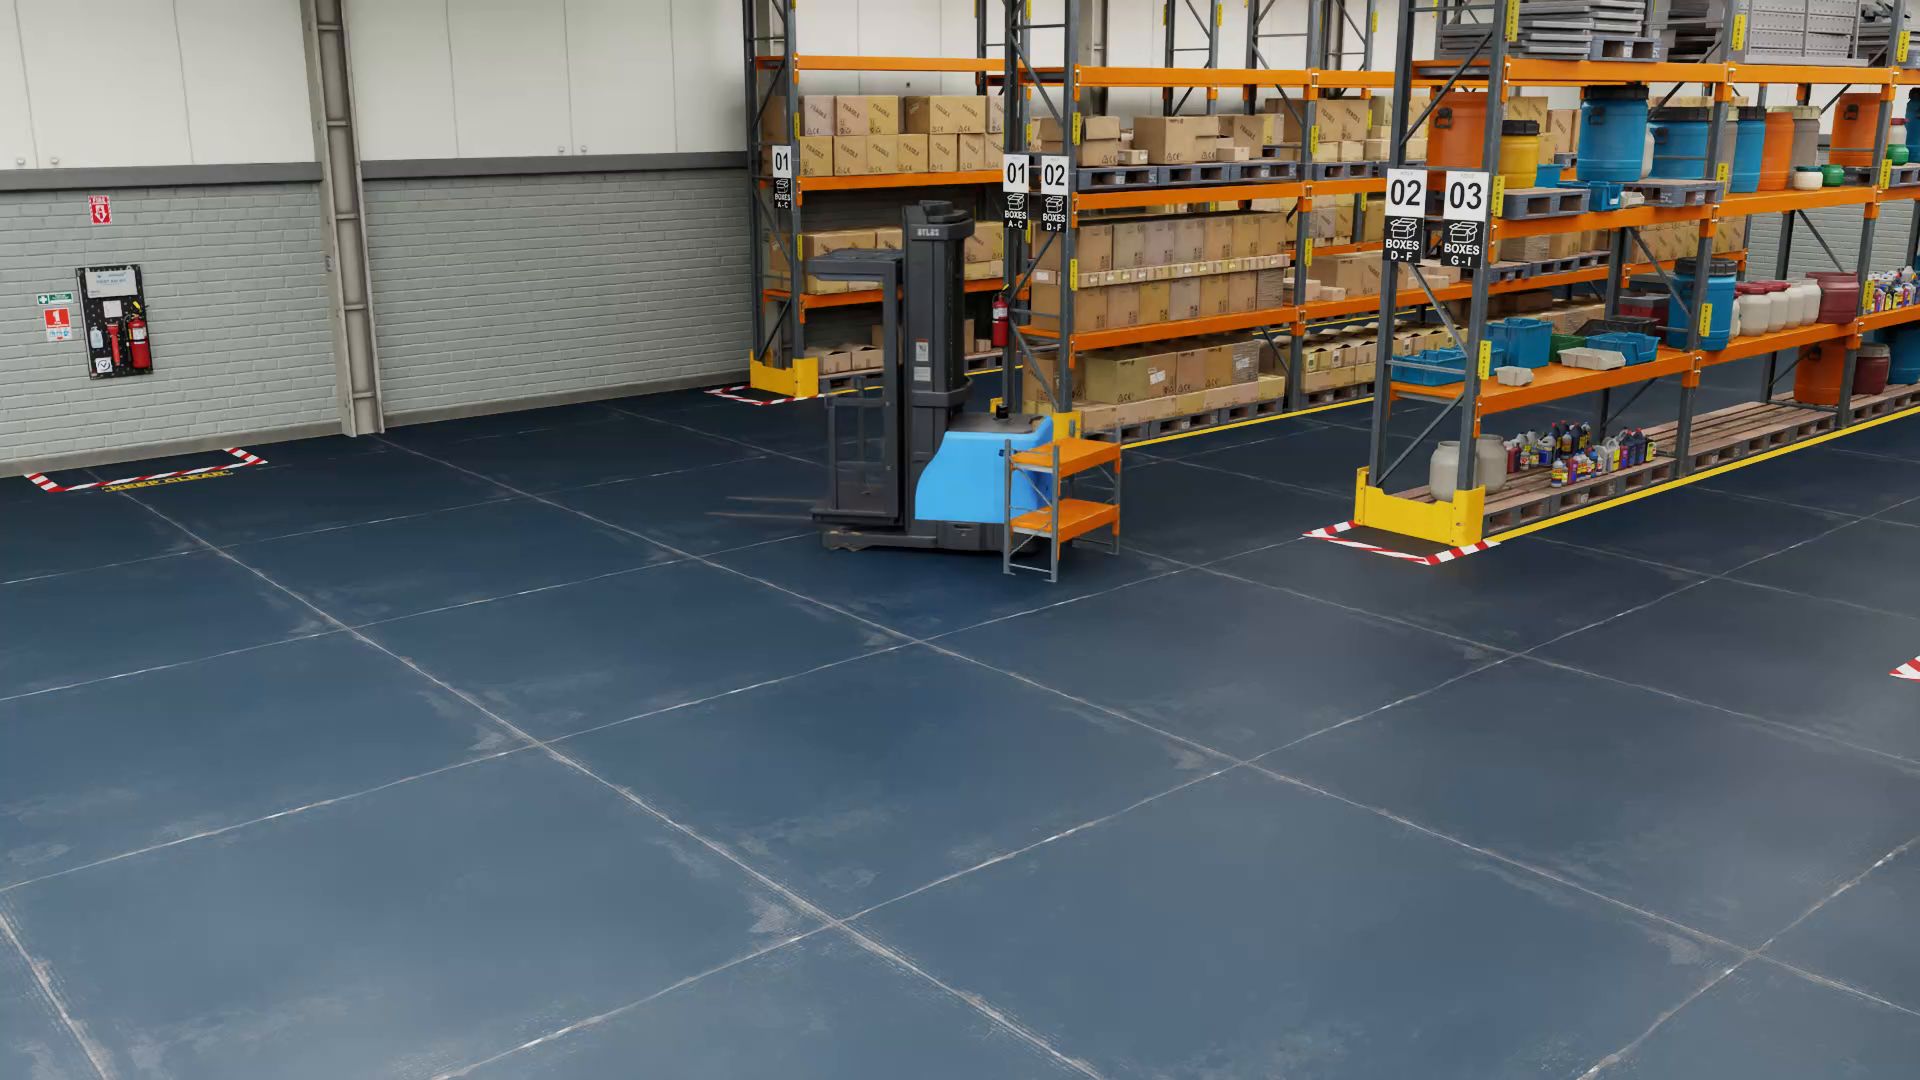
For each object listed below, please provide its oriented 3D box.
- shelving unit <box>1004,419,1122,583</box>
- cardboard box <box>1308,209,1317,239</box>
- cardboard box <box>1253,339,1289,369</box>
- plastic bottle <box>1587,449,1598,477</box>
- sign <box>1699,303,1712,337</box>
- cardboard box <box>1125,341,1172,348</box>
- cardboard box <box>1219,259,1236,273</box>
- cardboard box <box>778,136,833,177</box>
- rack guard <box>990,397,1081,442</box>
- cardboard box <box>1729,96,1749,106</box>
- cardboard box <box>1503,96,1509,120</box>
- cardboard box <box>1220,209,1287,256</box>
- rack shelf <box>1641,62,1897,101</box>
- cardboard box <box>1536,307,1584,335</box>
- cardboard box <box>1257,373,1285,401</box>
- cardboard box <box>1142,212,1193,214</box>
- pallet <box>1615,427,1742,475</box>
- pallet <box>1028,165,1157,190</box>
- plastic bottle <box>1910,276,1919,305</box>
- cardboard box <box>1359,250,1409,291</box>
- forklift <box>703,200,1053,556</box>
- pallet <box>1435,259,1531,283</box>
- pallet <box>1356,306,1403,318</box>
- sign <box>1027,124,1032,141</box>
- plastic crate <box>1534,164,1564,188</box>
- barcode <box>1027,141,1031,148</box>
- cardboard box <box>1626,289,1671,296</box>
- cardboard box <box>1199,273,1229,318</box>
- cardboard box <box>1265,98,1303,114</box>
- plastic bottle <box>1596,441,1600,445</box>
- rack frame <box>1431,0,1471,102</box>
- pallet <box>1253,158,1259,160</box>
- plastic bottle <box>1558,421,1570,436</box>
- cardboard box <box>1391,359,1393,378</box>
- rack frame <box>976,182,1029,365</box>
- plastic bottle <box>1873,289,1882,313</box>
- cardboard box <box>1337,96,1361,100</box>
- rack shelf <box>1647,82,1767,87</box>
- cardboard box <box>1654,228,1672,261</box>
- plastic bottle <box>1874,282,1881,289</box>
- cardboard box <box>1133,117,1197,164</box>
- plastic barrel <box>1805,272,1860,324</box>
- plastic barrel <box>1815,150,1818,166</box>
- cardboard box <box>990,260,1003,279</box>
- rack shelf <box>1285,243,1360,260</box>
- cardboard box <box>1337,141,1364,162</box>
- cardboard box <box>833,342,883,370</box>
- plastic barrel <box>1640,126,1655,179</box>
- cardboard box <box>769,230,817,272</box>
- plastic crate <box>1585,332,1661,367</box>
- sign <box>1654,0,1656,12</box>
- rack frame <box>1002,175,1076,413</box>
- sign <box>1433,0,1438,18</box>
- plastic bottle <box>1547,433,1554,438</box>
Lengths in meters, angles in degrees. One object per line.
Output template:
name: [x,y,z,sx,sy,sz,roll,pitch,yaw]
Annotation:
shelving unit: [0.864,-0.347,13.868,0.538,1.125,1.048,10,18,33]
cardboard box: [5.699,-5.366,28.219,0.500,0.500,0.500,-13,19,-39]
cardboard box: [3.982,-2.415,21.405,0.500,0.311,0.500,-13,19,-39]
plastic bottle: [6.155,-0.752,16.189,0.097,0.271,0.097,0,15,0]
sign: [7.466,-2.205,16.655,0.005,0.325,0.100,-13,19,-39]
cardboard box: [2.179,-2.109,19.896,0.500,0.500,0.500,-13,19,-39]
cardboard box: [3.031,-3.247,19.641,0.250,0.149,0.380,-13,20,-40]
cardboard box: [-1.991,-4.946,21.409,0.500,0.500,0.500,-12,19,-38]
rack guard: [0.829,-1.255,18.481,0.348,0.500,1.175,-13,19,-39]
cardboard box: [12.540,-7.068,27.454,0.500,0.500,0.700,-13,19,-39]
cardboard box: [7.215,-5.876,22.991,0.500,0.500,0.500,-13,19,-39]
cardboard box: [3.534,-3.743,20.244,0.500,0.500,0.700,-13,19,-39]
rack shelf: [8.622,-4.876,17.737,4.000,0.370,1.077,-13,19,-39]
cardboard box: [8.958,-3.199,24.903,0.500,0.500,0.500,-12,19,-39]
cardboard box: [3.658,-1.898,20.558,0.500,0.250,0.500,-13,19,-39]
cardboard box: [3.280,-4.965,26.480,0.700,0.500,0.500,13,20,40]
pallet: [7.680,-0.973,17.984,1.213,0.211,1.003,-13,19,-39]
pallet: [1.397,-3.988,18.228,1.213,0.211,1.003,-13,19,-39]
plastic bottle: [11.839,-3.105,20.658,0.185,0.351,0.144,-13,19,-39]
cardboard box: [5.627,-3.583,22.159,0.500,0.500,0.500,-14,20,-42]
forklift: [-0.732,-1.447,14.487,3.031,2.935,1.130,3,15,11]
pallet: [7.347,-3.858,23.753,1.003,0.211,1.213,-13,19,-39]
pallet: [7.270,-4.230,30.177,1.213,0.211,1.003,-13,19,-39]
sign: [0.972,-5.703,23.474,0.005,0.325,0.100,-13,19,-39]
plastic crate: [5.337,-3.325,15.605,0.575,0.384,0.392,-13,19,-39]
barcode: [0.758,-4.342,18.255,0.075,0.075,0.001,-13,19,-39]
cardboard box: [11.314,-3.826,27.245,0.637,0.503,0.797,-13,19,-39]
cardboard box: [2.759,-2.942,19.757,0.500,0.500,0.700,-12,19,-39]
cardboard box: [5.489,-7.316,28.015,0.500,0.250,0.500,-13,20,-41]
plastic bottle: [6.342,-0.843,16.505,0.133,0.283,0.061,-13,19,-39]
rack frame: [6.882,-6.721,22.473,0.127,3.000,1.000,-13,19,-39]
pallet: [4.078,-6.263,26.940,1.003,0.211,1.213,-12,19,-37]
plastic bottle: [6.232,-1.057,17.174,0.185,0.351,0.144,-12,19,-38]
cardboard box: [5.491,-2.300,22.062,0.500,0.250,0.500,-12,19,-38]
rack frame: [0.610,-4.109,24.319,0.127,3.000,1.000,-13,19,-39]
plastic bottle: [10.947,-2.858,19.864,0.133,0.283,0.061,-13,19,-39]
cardboard box: [7.019,-7.618,29.474,0.500,0.500,0.500,-13,20,-40]
rack shelf: [11.408,-7.388,26.372,4.000,0.370,1.077,-13,19,-39]
cardboard box: [10.847,-4.669,26.223,0.500,0.500,0.500,-12,19,-38]
plastic bottle: [11.772,-3.218,21.368,0.097,0.201,0.097,0,15,0]
cardboard box: [2.279,-4.463,18.556,0.500,0.500,0.500,-13,19,-39]
plastic barrel: [9.980,-2.786,19.102,0.708,0.536,0.600,-13,19,-39]
plastic barrel: [9.695,-4.368,19.260,0.421,0.512,0.421,0,15,0]
cardboard box: [0.452,-3.906,23.814,0.500,0.250,0.500,-13,19,-39]
rack shelf: [5.136,-4.777,28.217,4.000,0.370,1.077,-13,19,-39]
cardboard box: [4.748,-4.920,21.023,0.500,0.250,0.500,14,20,42]
cardboard box: [-1.396,-2.541,22.807,0.500,0.311,0.500,-11,18,-35]
plastic barrel: [6.660,-3.851,16.513,0.421,0.512,0.421,0,15,0]
cardboard box: [-2.192,-3.852,22.156,0.500,0.500,0.500,-13,20,-40]
plastic crate: [6.457,-1.868,16.218,0.616,0.251,0.499,-13,19,-39]
sign: [10.268,-7.819,24.468,0.005,0.325,0.100,-13,19,-39]
rack frame: [0.847,-2.467,18.174,0.127,3.000,1.000,-13,19,-39]
sign: [6.519,-7.314,22.732,0.005,0.325,0.100,-13,19,-39]
plastic bottle: [6.003,-0.954,16.944,0.097,0.271,0.097,0,15,0]
